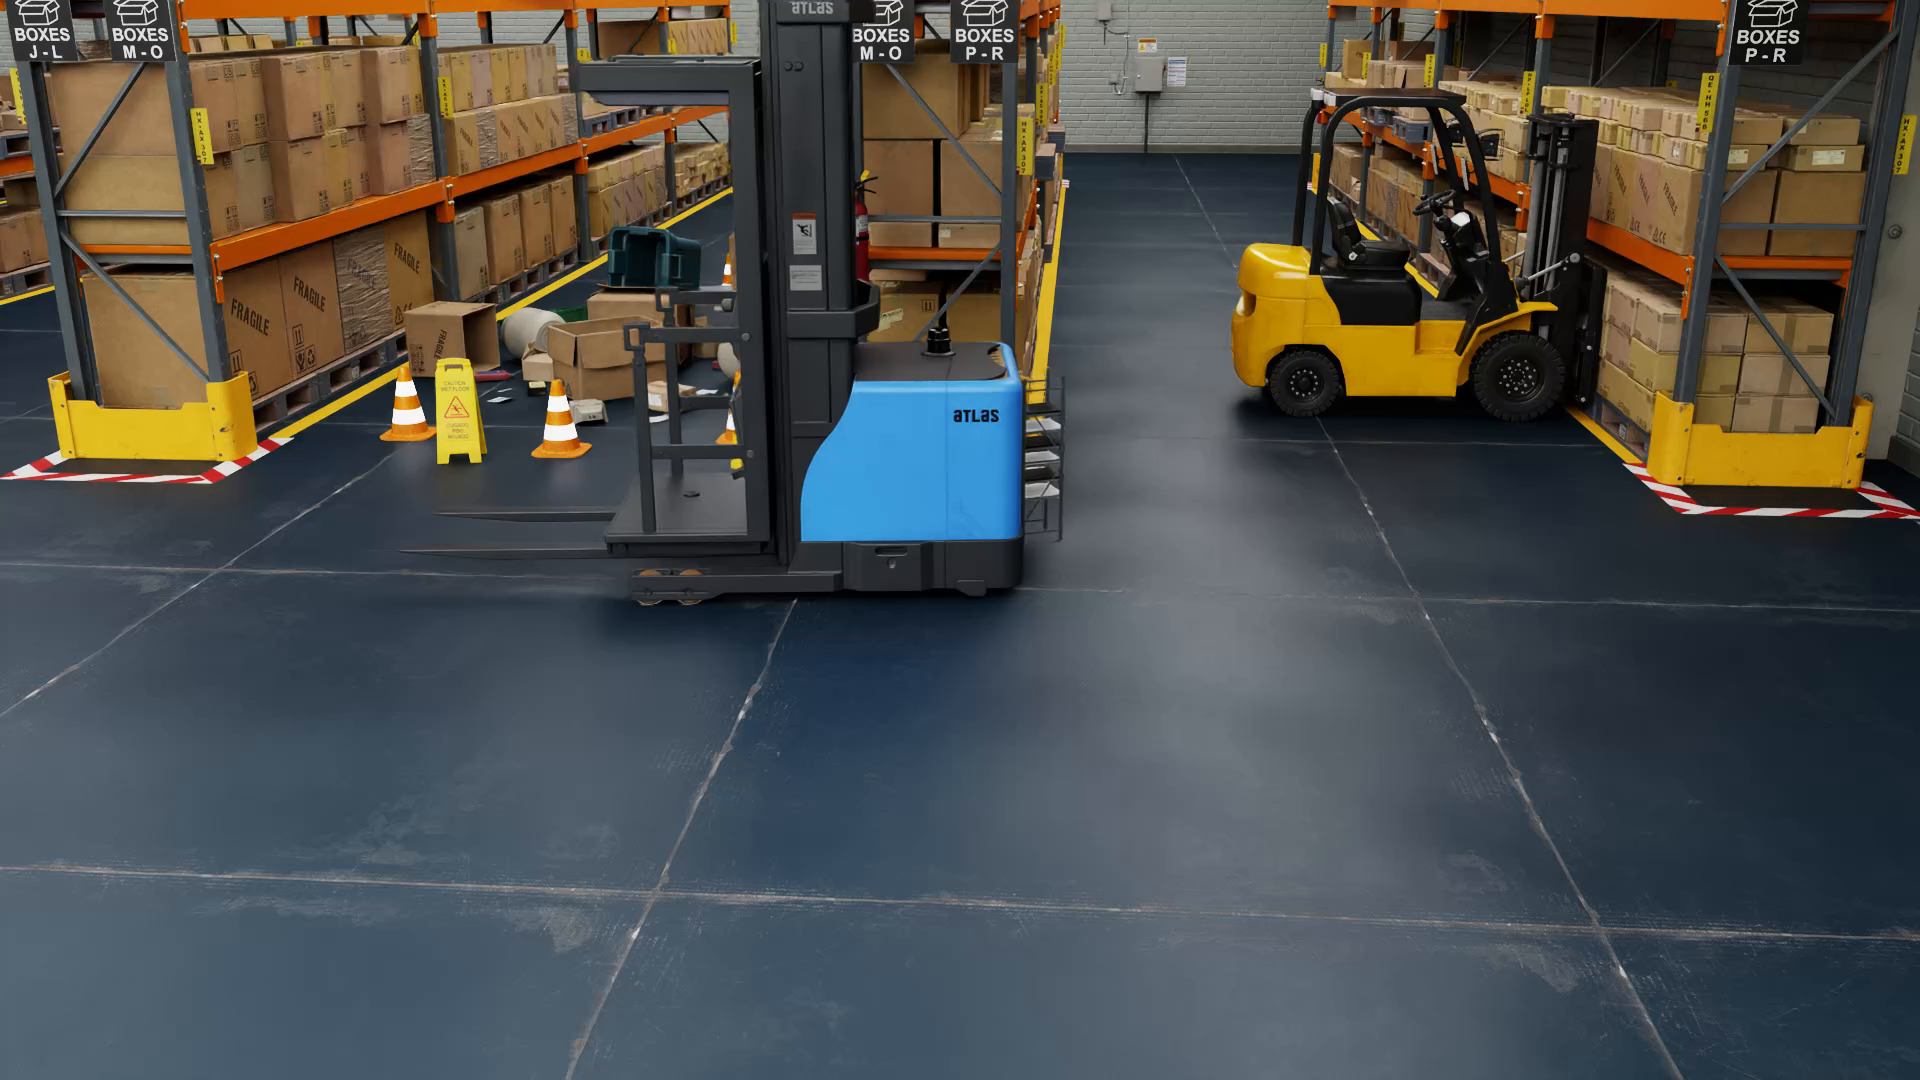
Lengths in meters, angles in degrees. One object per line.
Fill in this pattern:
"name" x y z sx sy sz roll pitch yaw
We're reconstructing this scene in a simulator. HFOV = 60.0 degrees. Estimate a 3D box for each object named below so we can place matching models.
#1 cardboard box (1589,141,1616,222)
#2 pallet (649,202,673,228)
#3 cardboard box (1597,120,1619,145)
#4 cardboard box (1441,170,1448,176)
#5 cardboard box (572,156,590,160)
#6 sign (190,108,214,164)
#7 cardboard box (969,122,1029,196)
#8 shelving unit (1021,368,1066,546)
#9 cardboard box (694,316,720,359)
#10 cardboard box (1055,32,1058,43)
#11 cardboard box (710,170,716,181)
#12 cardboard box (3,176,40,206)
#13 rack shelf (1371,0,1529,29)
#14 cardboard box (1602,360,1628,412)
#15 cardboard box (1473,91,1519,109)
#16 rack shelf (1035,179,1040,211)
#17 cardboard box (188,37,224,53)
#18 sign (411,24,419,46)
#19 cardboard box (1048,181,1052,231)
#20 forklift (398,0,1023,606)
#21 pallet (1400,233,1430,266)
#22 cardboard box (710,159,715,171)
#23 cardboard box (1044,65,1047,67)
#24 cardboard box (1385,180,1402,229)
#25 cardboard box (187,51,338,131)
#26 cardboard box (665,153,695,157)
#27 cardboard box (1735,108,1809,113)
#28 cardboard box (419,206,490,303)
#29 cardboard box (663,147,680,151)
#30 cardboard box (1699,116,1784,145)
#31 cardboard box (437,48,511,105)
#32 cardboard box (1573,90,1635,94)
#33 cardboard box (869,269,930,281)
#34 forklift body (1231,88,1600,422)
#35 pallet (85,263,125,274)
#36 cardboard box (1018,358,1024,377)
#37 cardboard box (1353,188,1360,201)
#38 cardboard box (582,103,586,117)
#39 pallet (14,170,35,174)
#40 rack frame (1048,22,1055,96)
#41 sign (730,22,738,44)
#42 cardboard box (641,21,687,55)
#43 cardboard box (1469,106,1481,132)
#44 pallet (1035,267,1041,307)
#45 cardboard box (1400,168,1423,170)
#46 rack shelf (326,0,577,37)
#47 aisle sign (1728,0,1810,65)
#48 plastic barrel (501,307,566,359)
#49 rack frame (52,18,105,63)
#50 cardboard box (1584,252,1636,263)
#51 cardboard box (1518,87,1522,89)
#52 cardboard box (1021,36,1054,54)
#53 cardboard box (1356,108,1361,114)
"cardboard box" 4.668 -2.486 11.532 0.500 0.500 0.500 1 18 4
"pallet" -4.303 -4.152 21.255 1.003 0.211 1.213 1 18 4
"cardboard box" 4.658 -2.828 11.535 0.380 0.149 0.250 1 18 3
"cardboard box" 5.748 -4.166 19.117 0.380 0.149 0.250 1 18 4
"cardboard box" -4.670 -4.378 19.601 0.500 0.250 0.500 2 18 5
"sign" -4.555 -2.427 9.994 0.100 0.325 0.005 1 18 4
"cardboard box" 0.216 -2.562 11.286 0.500 0.500 0.500 1 18 3
"shelving unit" 0.399 -0.439 8.817 0.258 0.900 0.210 -7 19 -19
"cardboard box" -2.076 -1.651 13.535 0.258 0.266 0.396 -13 22 -34
"cardboard box" 1.062 -6.621 22.544 0.500 0.500 0.500 2 18 5
"cardboard box" -3.774 -5.318 24.240 0.380 0.149 0.250 0 18 1
"cardboard box" -9.521 -3.623 17.265 0.500 0.250 0.500 3 18 10
"rack shelf" 5.504 -5.993 18.732 1.077 0.370 4.000 1 18 4
"cardboard box" 4.551 -1.003 10.909 0.500 0.250 0.500 1 18 4
"cardboard box" 4.881 -3.994 15.092 0.380 0.149 0.250 1 18 2
"rack shelf" 0.266 -3.434 15.743 1.077 0.370 4.000 1 18 4
"cardboard box" -9.315 -5.780 19.975 0.797 0.503 0.637 2 18 6
"sign" -8.361 -7.750 25.517 0.100 0.325 0.005 1 18 4
"cardboard box" 0.610 -4.077 19.286 0.875 0.875 0.875 2 18 5
"forklift" -1.220 -1.246 8.018 3.031 2.935 1.130 0 18 -1
"pallet" 5.452 -3.194 18.331 1.003 0.211 1.213 1 18 4
"cardboard box" -3.775 -5.455 24.179 0.380 0.149 0.250 2 18 5
"cardboard box" 0.553 -4.151 15.463 0.500 0.500 0.500 1 18 2
"cardboard box" 5.276 -3.915 19.394 0.500 0.500 0.500 1 18 2
"cardboard box" -5.012 -3.202 11.903 0.875 0.550 0.500 1 18 4
"cardboard box" -3.936 -5.358 23.406 0.380 0.149 0.250 1 18 2
"cardboard box" 5.114 -2.639 10.480 0.380 0.149 0.250 1 18 4
"cardboard box" -4.867 -2.560 14.856 1.050 0.750 0.750 1 18 4
"cardboard box" -4.319 -5.691 24.423 0.380 0.149 0.250 0 18 1
"cardboard box" 4.603 -2.416 9.800 0.380 0.149 0.250 1 18 4
"cardboard box" -4.683 -4.385 15.721 0.700 0.500 0.500 1 18 3
"cardboard box" 4.817 -3.288 12.459 0.380 0.149 0.250 1 18 3
"cardboard box" -0.407 -1.841 11.218 0.380 0.149 0.250 2 18 6
"forklift body" 3.103 -2.030 11.663 2.313 2.155 1.214 1 18 4
"pallet" -9.533 -3.051 17.895 1.003 0.211 1.213 1 18 4
"cardboard box" 0.170 -1.050 11.052 0.500 0.250 0.500 1 18 3
"cardboard box" 5.394 -4.555 21.910 0.380 0.149 0.250 1 18 2
"cardboard box" -4.302 -4.691 18.152 0.380 0.149 0.250 1 18 3
"pallet" -13.940 -5.634 25.777 1.003 0.211 1.213 1 18 4
"rack frame" 0.696 -5.640 21.318 1.000 3.000 0.127 1 18 4
"sign" -3.409 -7.643 25.064 0.100 0.325 0.005 1 18 4
"cardboard box" -3.951 -6.679 22.245 0.500 0.500 0.500 1 18 2
"cardboard box" 4.981 -3.845 15.278 0.500 0.250 0.500 2 18 5
"pallet" 0.262 -2.452 16.067 1.003 0.211 1.213 1 18 4
"cardboard box" 5.335 -4.253 19.384 0.380 0.149 0.250 1 18 4
"rack shelf" -4.678 -4.939 15.517 1.077 0.370 4.000 1 18 4
"aisle sign" 4.489 -3.025 9.162 0.394 0.787 0.004 1 18 4
"plastic barrel" -3.373 -1.623 13.198 0.512 0.421 0.421 17 25 41
"rack frame" -13.842 -7.214 26.122 1.000 3.000 0.127 1 18 4
"cardboard box" 4.655 -1.957 12.214 0.500 0.250 0.500 2 18 6
"cardboard box" 5.508 -4.218 15.776 0.380 0.149 0.250 1 18 4
"cardboard box" 0.885 -5.857 20.215 0.500 0.500 0.500 2 18 5
"cardboard box" 5.410 -5.678 21.838 0.380 0.149 0.250 2 18 5
